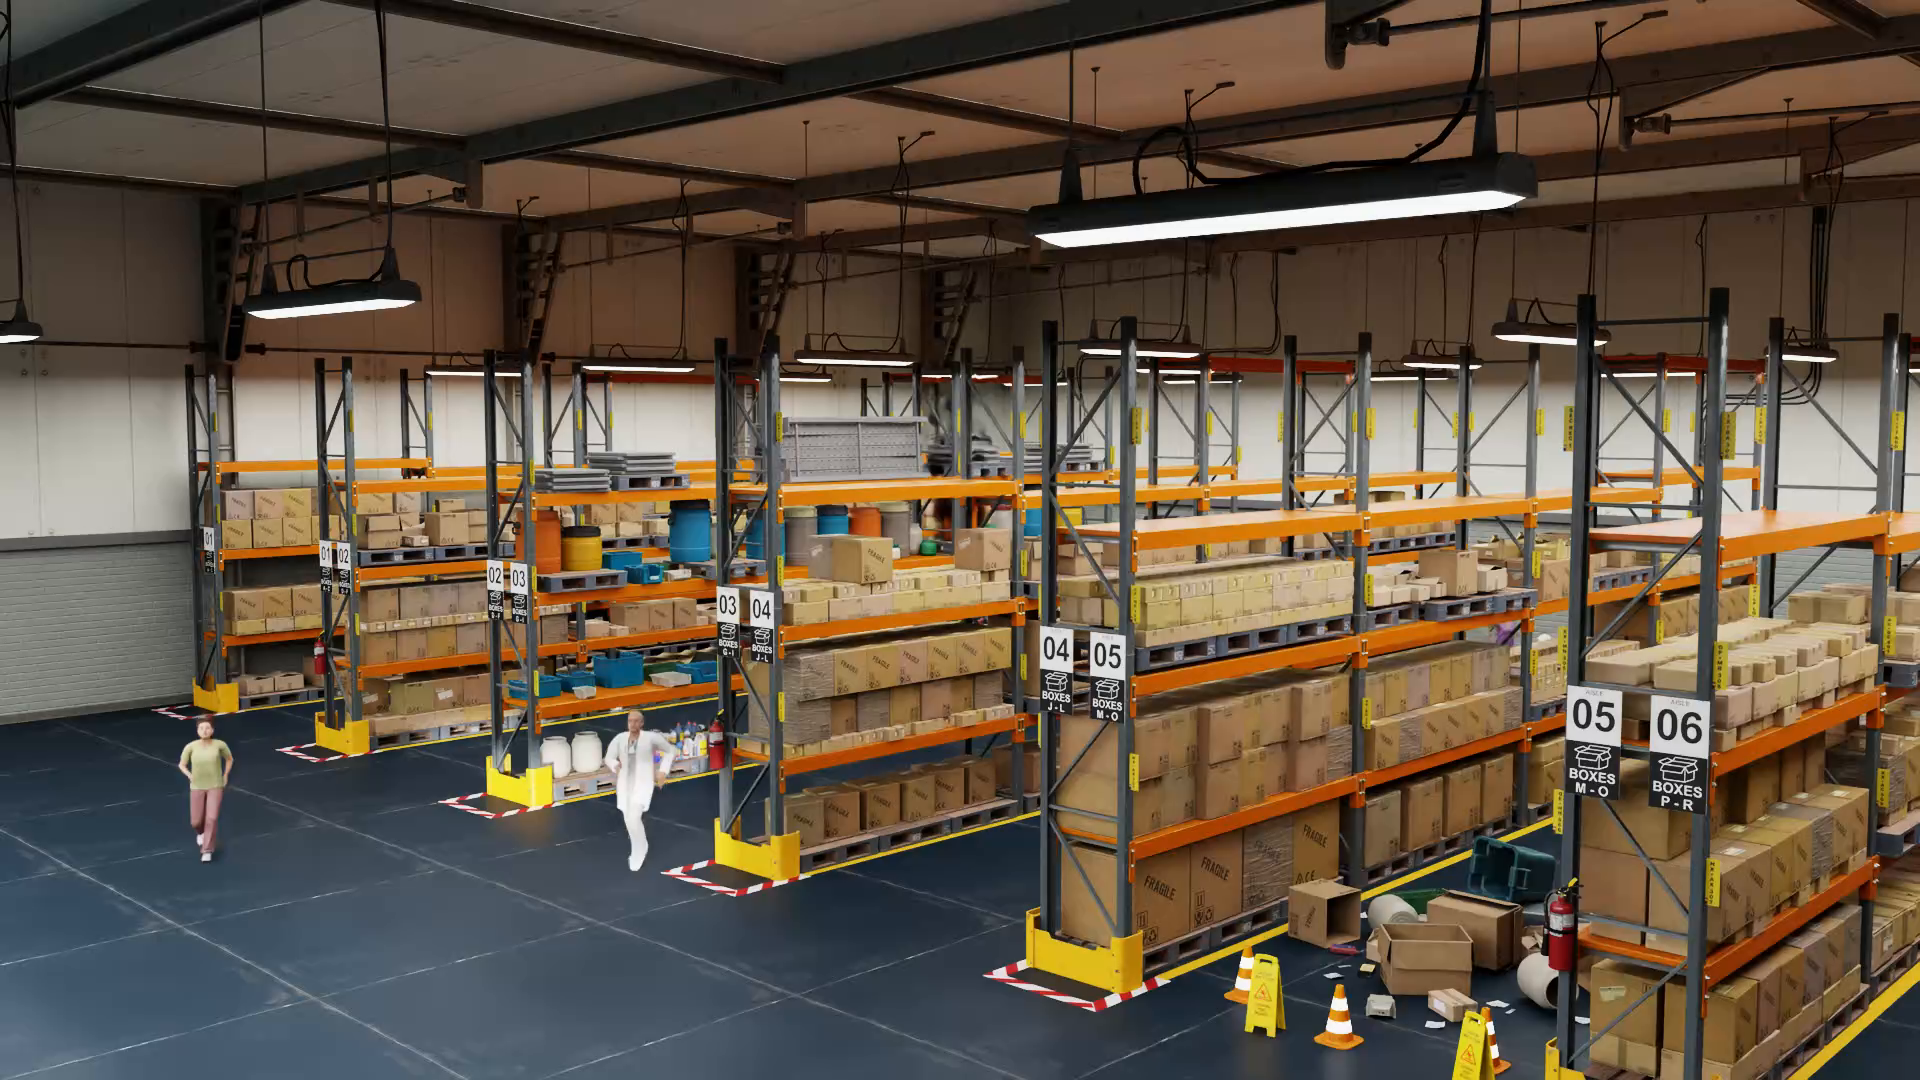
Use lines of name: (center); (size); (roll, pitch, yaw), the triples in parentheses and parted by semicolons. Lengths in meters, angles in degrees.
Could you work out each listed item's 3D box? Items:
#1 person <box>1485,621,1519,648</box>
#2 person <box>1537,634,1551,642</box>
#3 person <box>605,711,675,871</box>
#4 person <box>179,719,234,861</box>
person: (10.010, 2.007, 30.568); (0.567, 1.573, 0.936); (-1, 5, -16)
person: (9.433, 2.323, 26.444); (0.974, 1.719, 0.695); (-4, 6, -44)
person: (-3.682, 2.838, 18.894); (0.715, 1.802, 0.762); (1, 5, 15)
person: (-8.744, 2.870, 19.320); (0.580, 1.628, 0.626); (-2, 5, -24)
